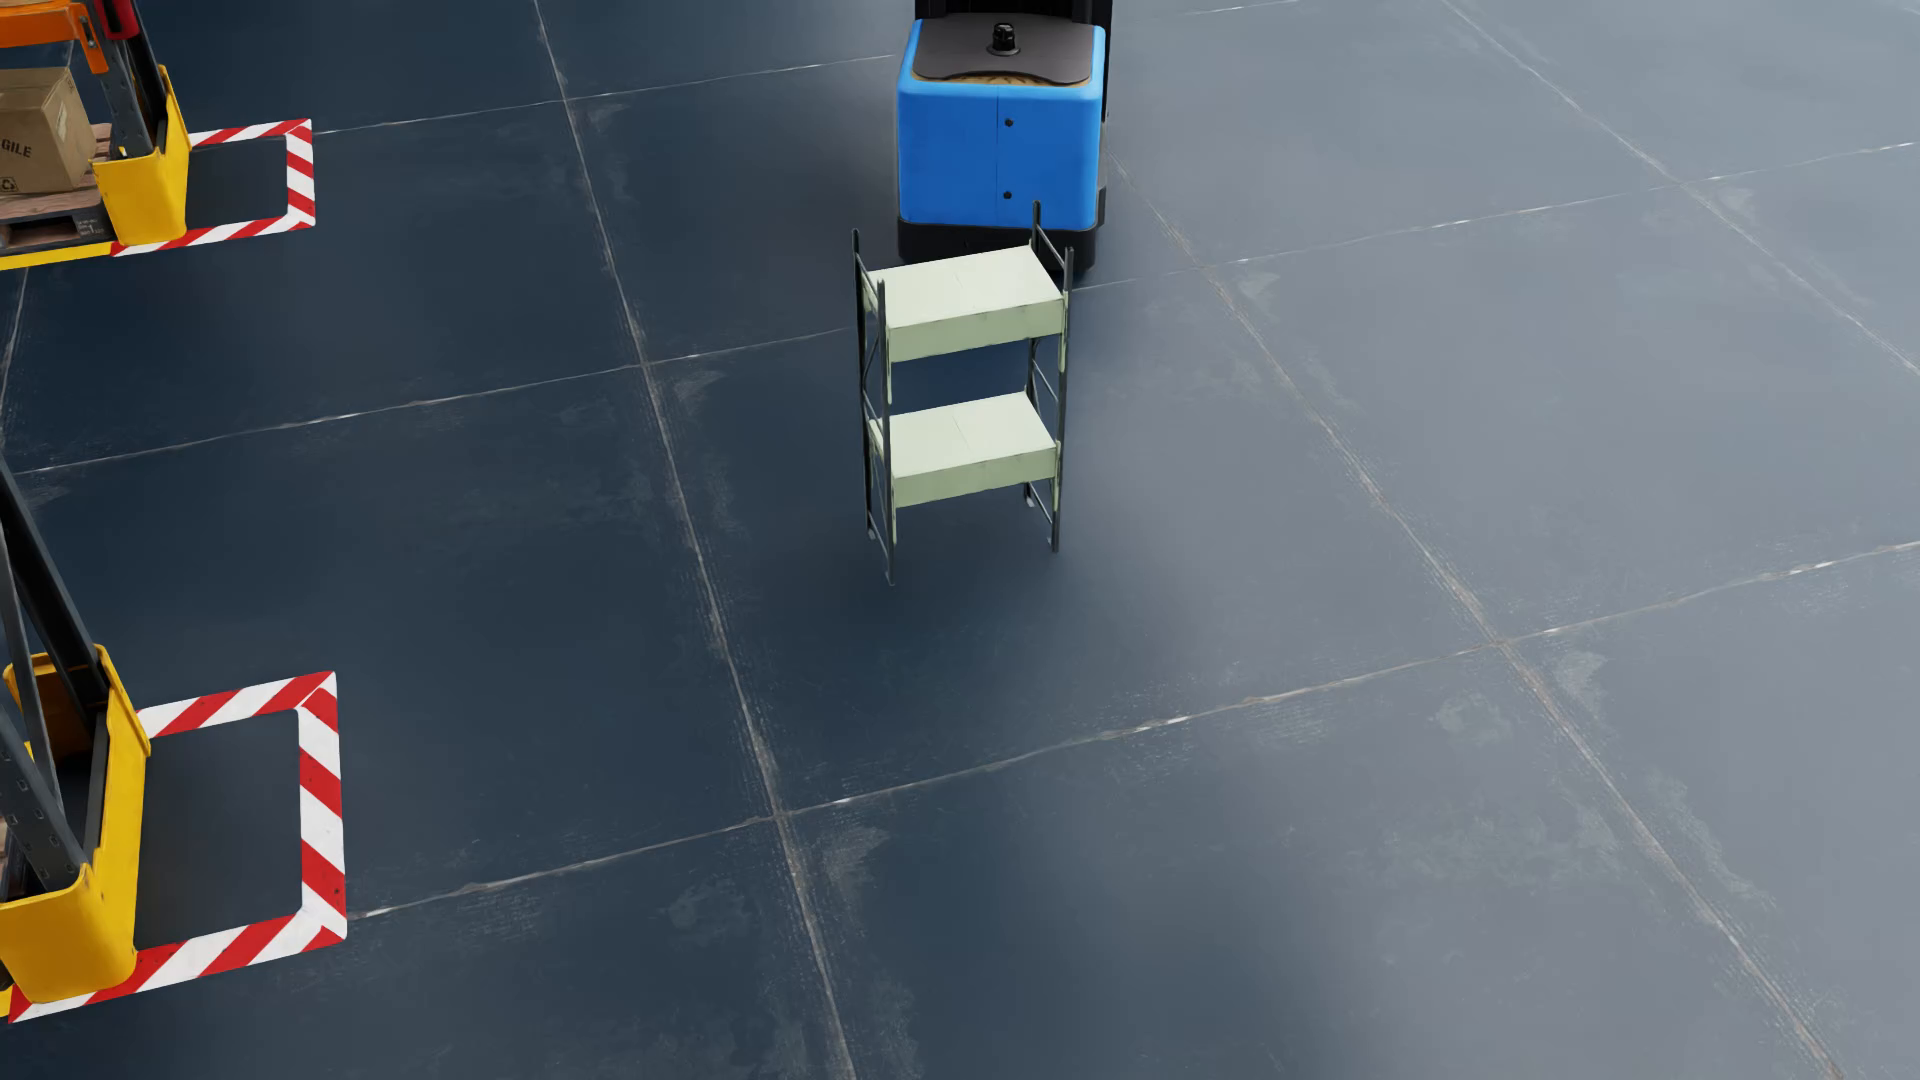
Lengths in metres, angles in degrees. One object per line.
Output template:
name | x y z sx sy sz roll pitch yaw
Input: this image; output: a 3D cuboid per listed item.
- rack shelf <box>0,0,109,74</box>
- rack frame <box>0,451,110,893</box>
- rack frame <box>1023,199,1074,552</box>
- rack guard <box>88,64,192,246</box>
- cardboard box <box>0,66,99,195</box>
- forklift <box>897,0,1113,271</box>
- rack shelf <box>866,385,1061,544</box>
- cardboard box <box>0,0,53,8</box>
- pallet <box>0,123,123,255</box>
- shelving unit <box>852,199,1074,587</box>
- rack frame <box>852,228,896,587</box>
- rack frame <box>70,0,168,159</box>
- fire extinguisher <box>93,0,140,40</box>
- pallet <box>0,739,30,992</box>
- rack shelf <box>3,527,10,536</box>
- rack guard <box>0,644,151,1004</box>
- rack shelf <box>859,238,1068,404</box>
rack shelf | -6.437 -2.472 8.346 4.000 0.370 1.077 -12 42 -13
rack frame | -3.042 -0.030 5.004 0.127 3.000 1.000 -12 42 -13
rack frame | 0.355 -0.638 6.841 0.023 1.500 0.400 -12 42 -13
rack guard | -4.602 -2.182 9.367 0.348 0.500 1.175 -12 42 -13
cardboard box | -5.130 -2.242 9.117 0.500 0.500 0.500 -4 41 -5
forklift | 0.317 -3.483 9.009 1.130 2.935 3.031 3 41 4
rack shelf | 0.006 -0.321 6.973 0.720 0.370 0.431 -12 42 -13
cardboard box | -4.739 -2.858 8.432 0.250 0.149 0.380 -12 42 -13
pallet | -5.387 -1.935 9.304 1.213 0.211 1.003 -12 42 -13
shelving unit | 0.006 -0.566 6.758 0.755 1.500 0.431 -12 42 -13
rack frame | -0.343 -0.494 6.675 0.023 1.500 0.400 -12 42 -13
rack frame | -4.529 -3.138 8.562 0.127 3.000 1.000 -12 42 -13
fire extinguisher | -4.282 -2.842 8.282 0.183 0.674 0.296 -12 42 -13
pallet | -3.877 1.222 5.691 1.213 0.211 1.003 -12 42 -13
rack shelf | -4.949 0.636 4.789 4.000 0.370 1.077 -12 42 -13
rack guard | -3.100 0.956 5.776 0.348 0.500 1.175 -12 42 -13
rack shelf | 0.006 -0.860 6.501 0.720 0.370 0.431 -12 42 -13
